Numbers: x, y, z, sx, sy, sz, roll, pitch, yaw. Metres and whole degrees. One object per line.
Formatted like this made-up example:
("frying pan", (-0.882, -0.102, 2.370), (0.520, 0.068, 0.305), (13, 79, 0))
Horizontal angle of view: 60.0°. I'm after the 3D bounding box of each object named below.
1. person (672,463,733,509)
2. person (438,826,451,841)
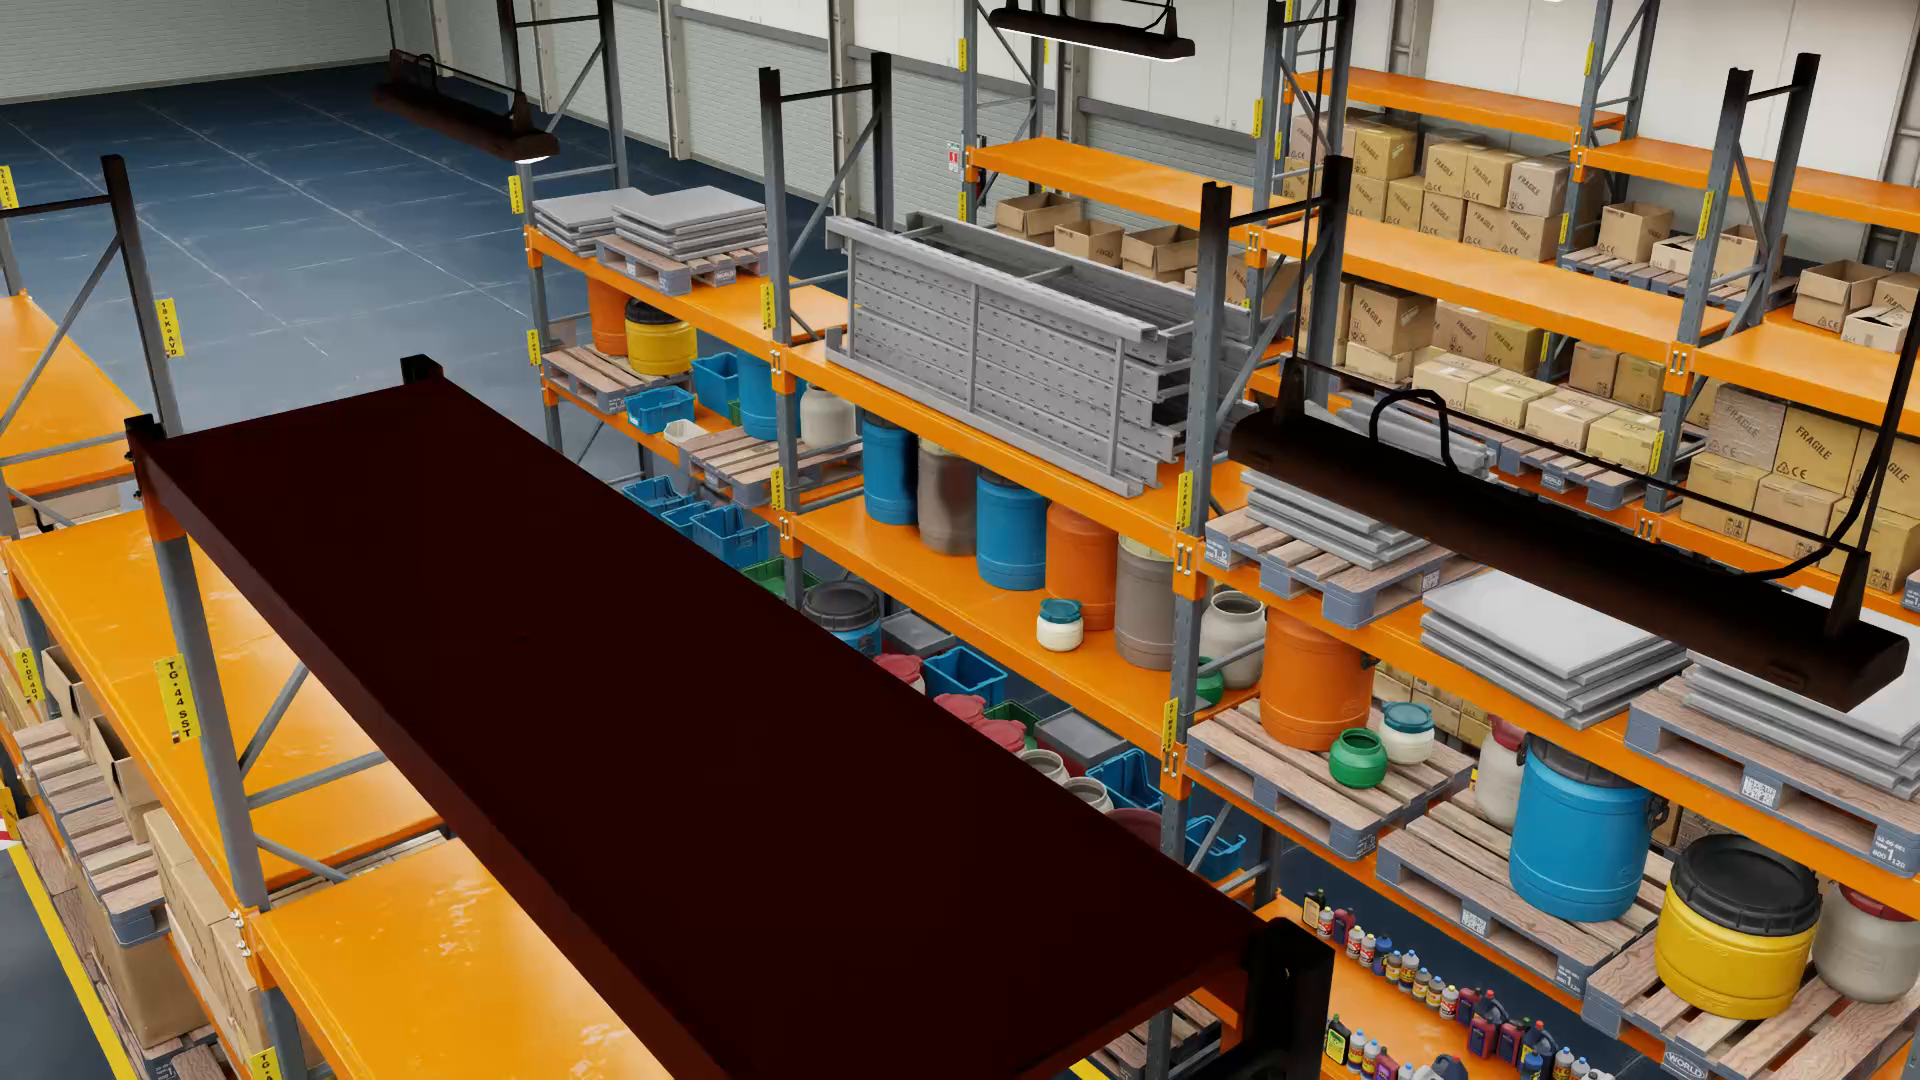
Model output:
("person", (-2.919, -0.917, 18.387), (0.415, 1.520, 0.983), (21, 33, 37))
("person", (-3.810, 1.807, 12.564), (0.592, 1.721, 0.412), (11, 28, 22))
